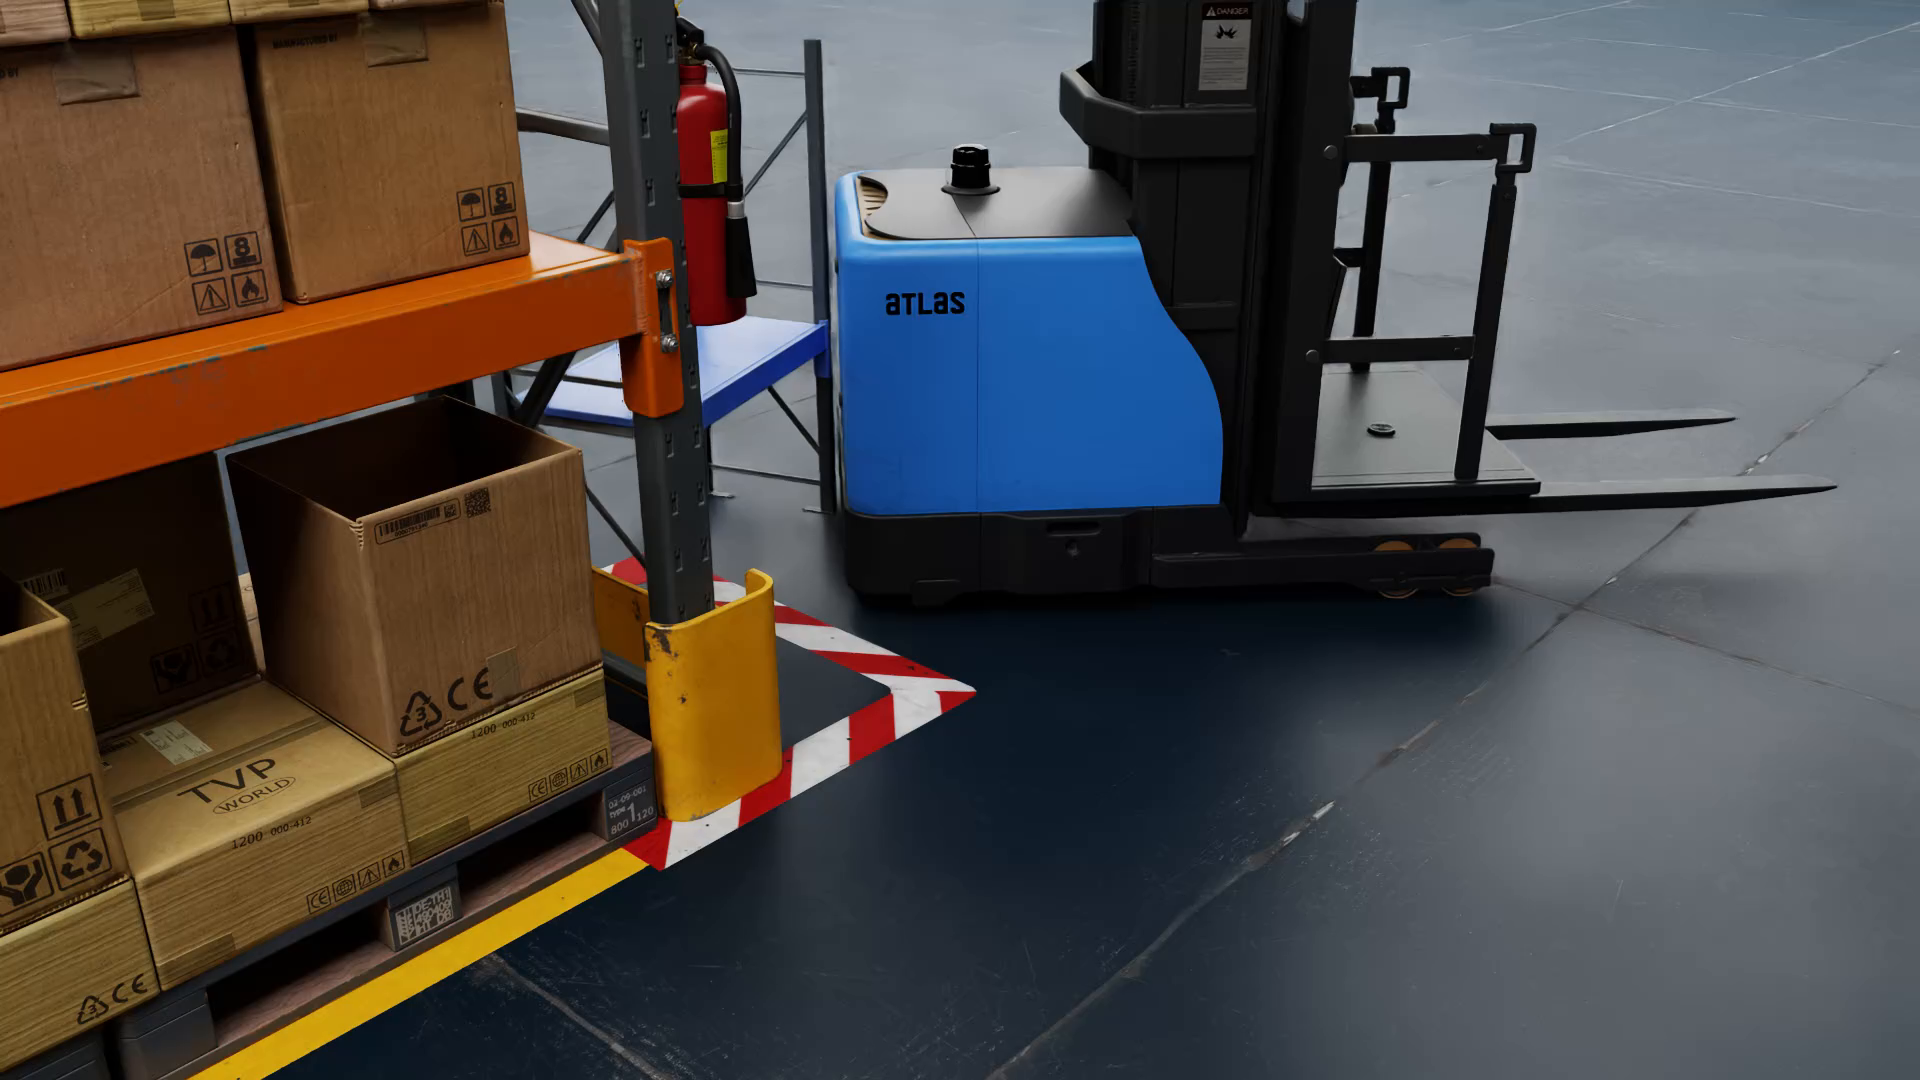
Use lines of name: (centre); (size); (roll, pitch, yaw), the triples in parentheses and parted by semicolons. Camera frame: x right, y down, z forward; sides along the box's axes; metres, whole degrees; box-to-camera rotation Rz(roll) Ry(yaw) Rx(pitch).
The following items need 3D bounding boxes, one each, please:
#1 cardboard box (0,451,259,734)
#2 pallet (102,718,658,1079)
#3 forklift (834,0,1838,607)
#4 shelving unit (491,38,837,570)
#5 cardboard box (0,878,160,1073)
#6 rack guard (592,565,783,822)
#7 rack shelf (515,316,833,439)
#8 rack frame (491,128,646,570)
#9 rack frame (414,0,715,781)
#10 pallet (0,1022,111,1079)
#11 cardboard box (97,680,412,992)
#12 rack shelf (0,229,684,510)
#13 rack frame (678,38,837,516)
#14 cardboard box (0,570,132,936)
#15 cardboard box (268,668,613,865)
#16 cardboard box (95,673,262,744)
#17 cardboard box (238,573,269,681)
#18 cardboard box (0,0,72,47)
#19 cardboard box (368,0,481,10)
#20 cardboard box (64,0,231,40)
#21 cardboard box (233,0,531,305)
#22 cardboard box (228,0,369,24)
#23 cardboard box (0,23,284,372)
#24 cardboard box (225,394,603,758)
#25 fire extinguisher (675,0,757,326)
cardboard box: (-1.823, 0.060, 3.380); (0.500, 0.500, 0.500); (20, 31, 38)
pallet: (-1.447, 0.601, 3.652); (1.003, 0.211, 1.213); (20, 31, 38)
forklift: (1.143, -1.379, 4.743); (3.031, 2.935, 1.130); (-2, 24, -5)
shelving unit: (-0.826, -0.612, 4.781); (0.538, 1.500, 1.048); (9, 26, 19)
cardboard box: (-1.763, 0.700, 2.871); (0.500, 0.250, 0.500); (20, 31, 38)
rack guard: (-0.952, 0.217, 4.154); (1.175, 0.500, 0.348); (20, 31, 38)
rack shelf: (-0.826, -0.447, 4.854); (0.538, 0.185, 1.000); (9, 26, 19)
rack frame: (-1.011, -0.418, 4.349); (0.500, 1.500, 0.032); (9, 26, 19)
rack frame: (-0.968, -0.916, 3.627); (1.000, 3.000, 0.127); (20, 31, 38)
pallet: (-2.261, 0.971, 2.827); (1.003, 0.211, 1.213); (20, 31, 38)
cardboard box: (-1.430, 0.547, 3.212); (0.500, 0.250, 0.500); (20, 31, 38)
rack shelf: (-2.302, 0.022, 2.415); (1.077, 0.370, 4.000); (20, 31, 38)
rack frame: (-0.641, -0.805, 5.213); (0.500, 1.500, 0.032); (9, 26, 19)
cardboard box: (-1.760, 0.358, 2.716); (0.500, 0.500, 0.500); (20, 31, 38)
cardboard box: (-1.106, 0.391, 3.559); (0.500, 0.250, 0.500); (20, 31, 38)
cardboard box: (-1.822, 0.403, 3.532); (0.500, 0.250, 0.500); (20, 31, 38)
cardboard box: (-1.491, 0.250, 3.874); (0.500, 0.250, 0.500); (20, 31, 38)
cardboard box: (-1.595, -0.855, 2.576); (0.380, 0.149, 0.250); (21, 31, 38)
cardboard box: (-1.081, -1.089, 3.098); (0.380, 0.149, 0.250); (20, 31, 37)
cardboard box: (-1.425, -0.931, 2.745); (0.380, 0.149, 0.250); (20, 31, 37)
cardboard box: (-1.289, -0.823, 3.297); (0.700, 0.500, 0.500); (20, 31, 38)
cardboard box: (-1.254, -1.009, 2.919); (0.380, 0.149, 0.250); (21, 32, 39)
cardboard box: (-1.636, -0.662, 2.937); (0.700, 0.500, 0.500); (21, 32, 39)
cardboard box: (-1.104, 0.050, 3.404); (0.500, 0.500, 0.500); (20, 31, 38)
fire extinguisher: (-0.543, -0.790, 3.440); (0.296, 0.674, 0.183); (20, 31, 38)
